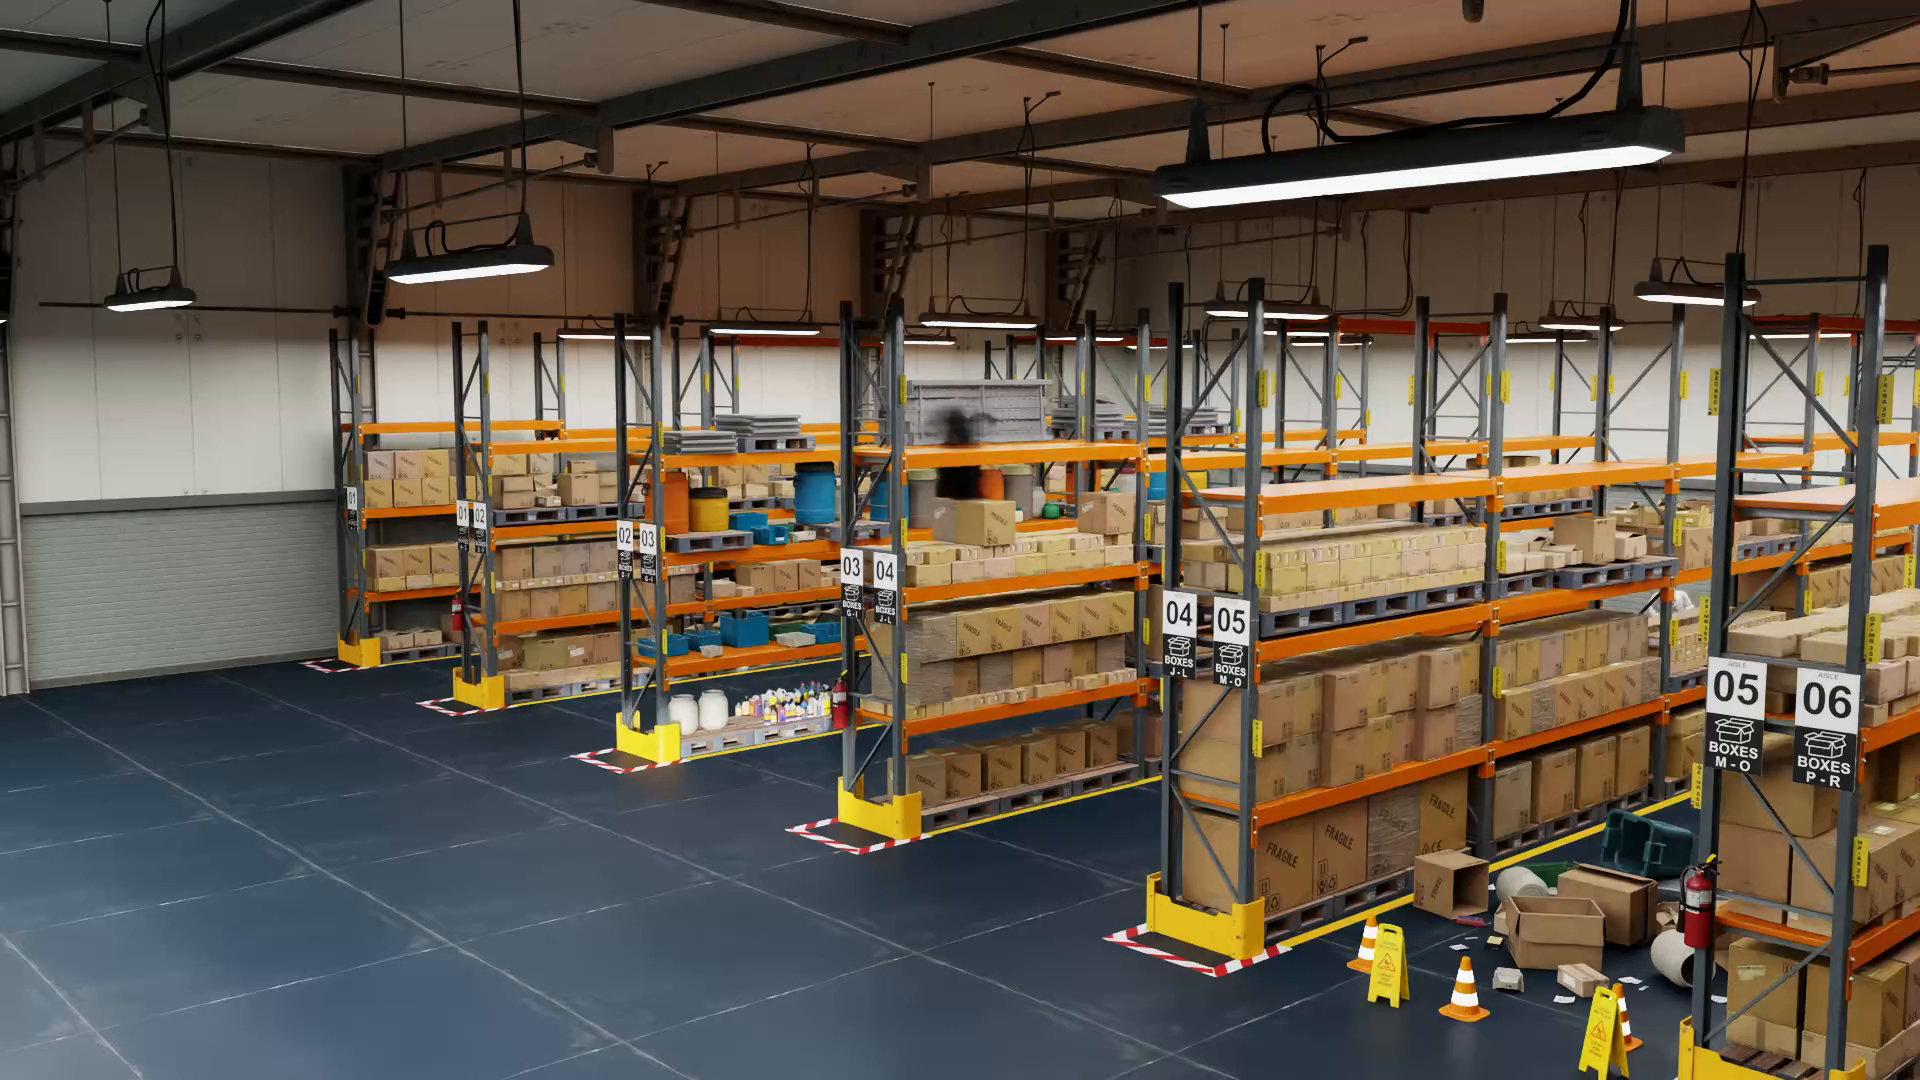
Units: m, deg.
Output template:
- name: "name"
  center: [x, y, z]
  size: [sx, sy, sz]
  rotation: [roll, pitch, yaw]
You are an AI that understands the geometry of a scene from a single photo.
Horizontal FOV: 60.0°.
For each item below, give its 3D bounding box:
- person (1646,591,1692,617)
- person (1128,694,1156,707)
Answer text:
- name: "person"
  center: [12.130, 1.508, 28.439]
  size: [0.723, 1.719, 0.943]
  rotation: [1, 6, 8]
- name: "person"
  center: [2.657, 1.939, 24.446]
  size: [0.554, 1.622, 0.575]
  rotation: [-5, 8, -42]
